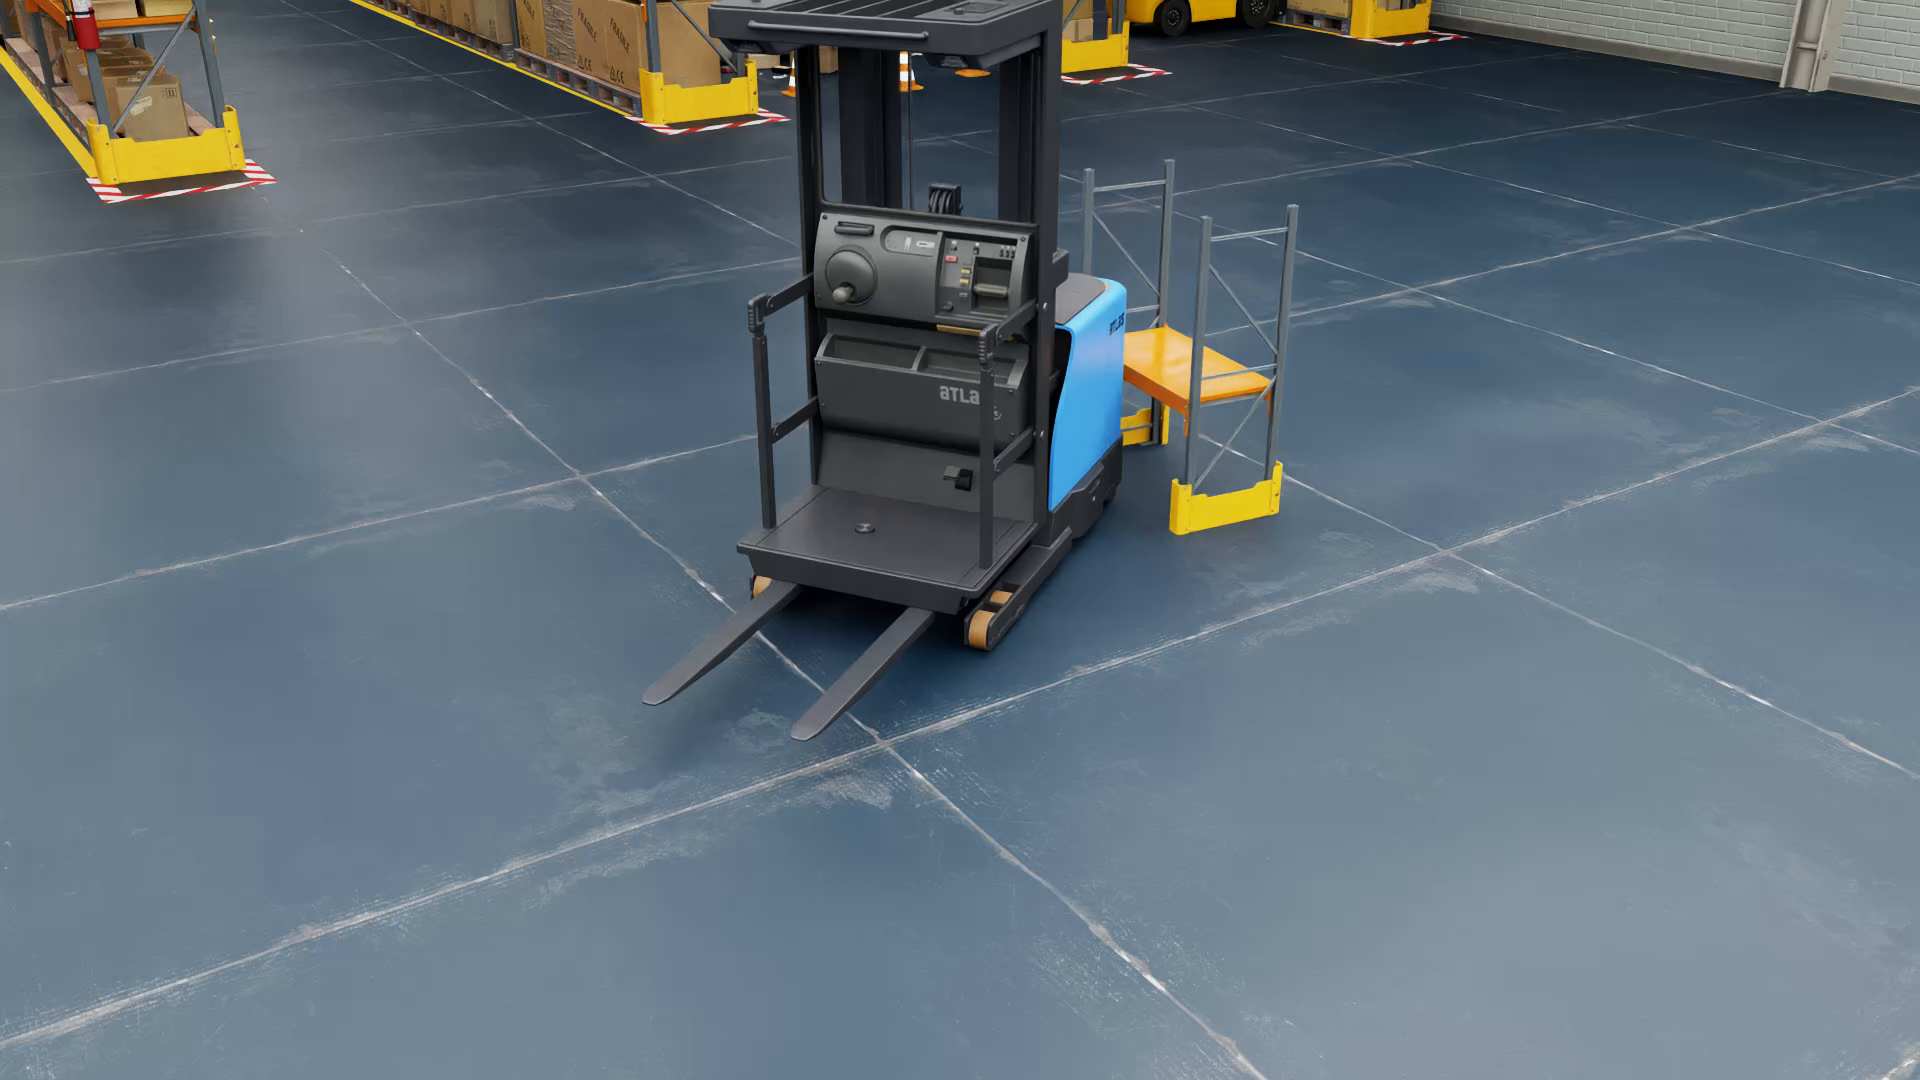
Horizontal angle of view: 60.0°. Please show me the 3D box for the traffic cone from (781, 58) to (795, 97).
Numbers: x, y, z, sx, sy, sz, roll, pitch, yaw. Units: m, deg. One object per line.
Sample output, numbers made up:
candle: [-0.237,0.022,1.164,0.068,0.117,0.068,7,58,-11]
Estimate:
traffic cone: [-1.732,-5.033,17.870,0.336,0.463,0.334,-16,29,-30]

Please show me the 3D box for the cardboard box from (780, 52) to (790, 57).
cardboard box: [-2.137,-6.153,20.035,0.797,0.637,0.503,-16,29,-30]

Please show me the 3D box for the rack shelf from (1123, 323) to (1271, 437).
rack shelf: [1.050,-0.796,8.100,0.538,0.185,1.000,-12,28,-23]

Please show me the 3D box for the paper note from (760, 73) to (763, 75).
paper note: [-2.279,-5.344,19.058,0.032,0.001,0.123,-1,25,-3]

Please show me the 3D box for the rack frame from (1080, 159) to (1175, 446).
rack frame: [0.828,-1.154,8.437,0.500,1.500,0.032,-12,28,-23]

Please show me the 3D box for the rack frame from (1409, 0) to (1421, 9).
rack frame: [5.617,-8.007,21.198,1.000,3.000,0.127,-16,29,-30]

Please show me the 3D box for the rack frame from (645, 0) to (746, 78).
rack frame: [-2.632,-5.660,16.225,1.000,3.000,0.127,-16,29,-30]

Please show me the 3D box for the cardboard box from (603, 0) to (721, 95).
cardboard box: [-3.057,-5.116,17.070,0.875,0.875,0.875,-15,29,-29]

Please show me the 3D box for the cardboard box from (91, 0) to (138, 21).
cardboard box: [-7.171,-4.480,14.021,0.380,0.149,0.250,-16,29,-30]

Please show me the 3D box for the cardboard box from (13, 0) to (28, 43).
cardboard box: [-10.827,-6.235,19.856,0.700,0.500,0.500,-17,30,-32]

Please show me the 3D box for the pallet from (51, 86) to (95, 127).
pallet: [-8.630,-4.478,16.987,1.003,0.211,1.213,-16,29,-30]

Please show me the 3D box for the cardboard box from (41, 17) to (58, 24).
cardboard box: [-9.588,-5.439,18.170,0.700,0.500,0.500,-16,29,-30]

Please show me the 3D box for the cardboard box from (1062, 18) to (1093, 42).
cardboard box: [1.252,-6.149,19.990,0.500,0.250,0.500,-16,30,-30]

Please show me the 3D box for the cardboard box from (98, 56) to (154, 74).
cardboard box: [-7.850,-4.261,15.698,0.500,0.500,0.500,-13,28,-25]

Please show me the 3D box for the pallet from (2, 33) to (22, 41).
pallet: [-11.577,-6.440,21.144,1.003,0.211,1.213,-16,29,-30]

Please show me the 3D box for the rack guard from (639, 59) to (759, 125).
rack guard: [-2.619,-4.521,16.740,1.175,0.500,0.348,-16,29,-30]

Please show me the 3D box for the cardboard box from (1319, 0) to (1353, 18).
cardboard box: [5.096,-7.048,21.896,0.500,0.250,0.500,-15,29,-29]

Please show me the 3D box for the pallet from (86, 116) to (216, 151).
pallet: [-7.298,-3.605,15.139,1.003,0.211,1.213,-16,29,-30]

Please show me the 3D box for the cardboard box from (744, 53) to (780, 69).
cardboard box: [-2.334,-5.668,19.446,0.396,0.266,0.258,-10,27,-21]

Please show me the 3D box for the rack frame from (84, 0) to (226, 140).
rack frame: [-6.843,-4.540,13.853,1.000,3.000,0.127,-16,29,-30]

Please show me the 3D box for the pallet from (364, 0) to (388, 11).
pallet: [-8.086,-7.976,24.398,1.003,0.211,1.213,-16,29,-30]

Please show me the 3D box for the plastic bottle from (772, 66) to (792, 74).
plastic bottle: [-2.073,-5.421,19.161,0.283,0.061,0.133,18,31,33]

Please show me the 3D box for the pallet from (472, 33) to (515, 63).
pallet: [-5.300,-6.088,20.398,1.003,0.211,1.213,-16,29,-30]

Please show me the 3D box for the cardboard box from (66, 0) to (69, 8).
cardboard box: [-7.610,-4.740,14.571,0.380,0.149,0.250,-16,29,-30]

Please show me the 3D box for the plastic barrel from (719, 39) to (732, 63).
plastic barrel: [-2.911,-5.877,19.703,0.512,0.421,0.421,3,25,6]

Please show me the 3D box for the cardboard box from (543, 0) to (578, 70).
cardboard box: [-4.035,-5.757,18.427,0.875,0.875,0.875,-15,29,-29]

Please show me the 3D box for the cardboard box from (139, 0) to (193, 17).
cardboard box: [-6.798,-4.584,14.240,0.380,0.149,0.250,-16,29,-30]

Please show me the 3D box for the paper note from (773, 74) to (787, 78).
paper note: [-2.042,-5.258,18.854,0.144,0.017,0.142,-6,26,-12]

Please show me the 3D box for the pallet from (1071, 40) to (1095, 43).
pallet: [1.005,-5.914,20.031,1.003,0.211,1.213,-16,29,-30]

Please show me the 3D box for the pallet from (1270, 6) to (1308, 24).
pallet: [4.503,-7.446,23.276,1.003,0.211,1.213,-16,29,-30]

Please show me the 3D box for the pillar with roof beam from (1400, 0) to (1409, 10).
pillar with roof beam: [2.385,-10.176,18.765,9.100,9.000,0.400,-16,29,-30]

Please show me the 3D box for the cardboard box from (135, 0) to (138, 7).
cardboard box: [-7.043,-4.770,14.636,0.380,0.149,0.250,-16,29,-30]

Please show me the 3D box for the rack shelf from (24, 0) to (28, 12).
rack shelf: [-10.118,-6.361,18.553,1.077,0.370,4.000,-16,29,-30]

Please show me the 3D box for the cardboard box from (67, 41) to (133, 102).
cardboard box: [-8.522,-4.675,16.575,0.500,0.500,0.500,-6,26,-13]

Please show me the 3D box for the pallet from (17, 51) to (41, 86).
pallet: [-10.123,-5.424,18.993,1.003,0.211,1.213,-16,29,-30]

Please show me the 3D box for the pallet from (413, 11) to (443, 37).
pallet: [-6.632,-6.960,22.247,1.003,0.211,1.213,-16,29,-30]

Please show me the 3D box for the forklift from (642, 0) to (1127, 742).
forklift: [-0.247,-1.079,6.603,1.130,2.935,3.031,10,27,21]

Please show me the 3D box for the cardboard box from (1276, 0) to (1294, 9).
cardboard box: [4.567,-7.409,22.661,0.500,0.250,0.500,-15,29,-29]

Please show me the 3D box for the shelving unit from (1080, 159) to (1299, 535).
shelving unit: [1.046,-0.962,8.031,0.587,1.500,1.083,-12,28,-23]

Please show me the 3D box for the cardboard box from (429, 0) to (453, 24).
cardboard box: [-6.262,-7.143,21.510,1.050,0.750,0.750,-15,29,-29]

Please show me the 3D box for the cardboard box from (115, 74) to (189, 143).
cardboard box: [-7.169,-3.827,14.778,0.500,0.500,0.500,-10,27,-20]

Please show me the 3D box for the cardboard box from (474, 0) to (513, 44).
cardboard box: [-5.230,-6.464,20.072,1.050,0.750,0.750,-16,29,-30]

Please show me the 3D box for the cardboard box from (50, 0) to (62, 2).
cardboard box: [-8.078,-4.992,15.105,0.380,0.149,0.250,-16,29,-30]

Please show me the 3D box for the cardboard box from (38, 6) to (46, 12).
cardboard box: [-10.198,-5.838,19.016,0.700,0.500,0.500,-13,28,-25]

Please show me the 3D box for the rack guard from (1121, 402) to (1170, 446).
rack guard: [0.829,-0.588,8.703,0.587,0.250,0.087,-12,28,-23]

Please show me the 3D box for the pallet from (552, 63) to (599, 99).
pallet: [-3.796,-5.102,18.311,1.003,0.211,1.213,-16,29,-30]

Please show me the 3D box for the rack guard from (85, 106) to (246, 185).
rack guard: [-6.884,-3.437,14.444,1.175,0.500,0.348,-16,29,-30]

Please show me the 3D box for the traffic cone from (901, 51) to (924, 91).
traffic cone: [-0.599,-5.175,18.170,0.336,0.463,0.334,-16,29,-30]
